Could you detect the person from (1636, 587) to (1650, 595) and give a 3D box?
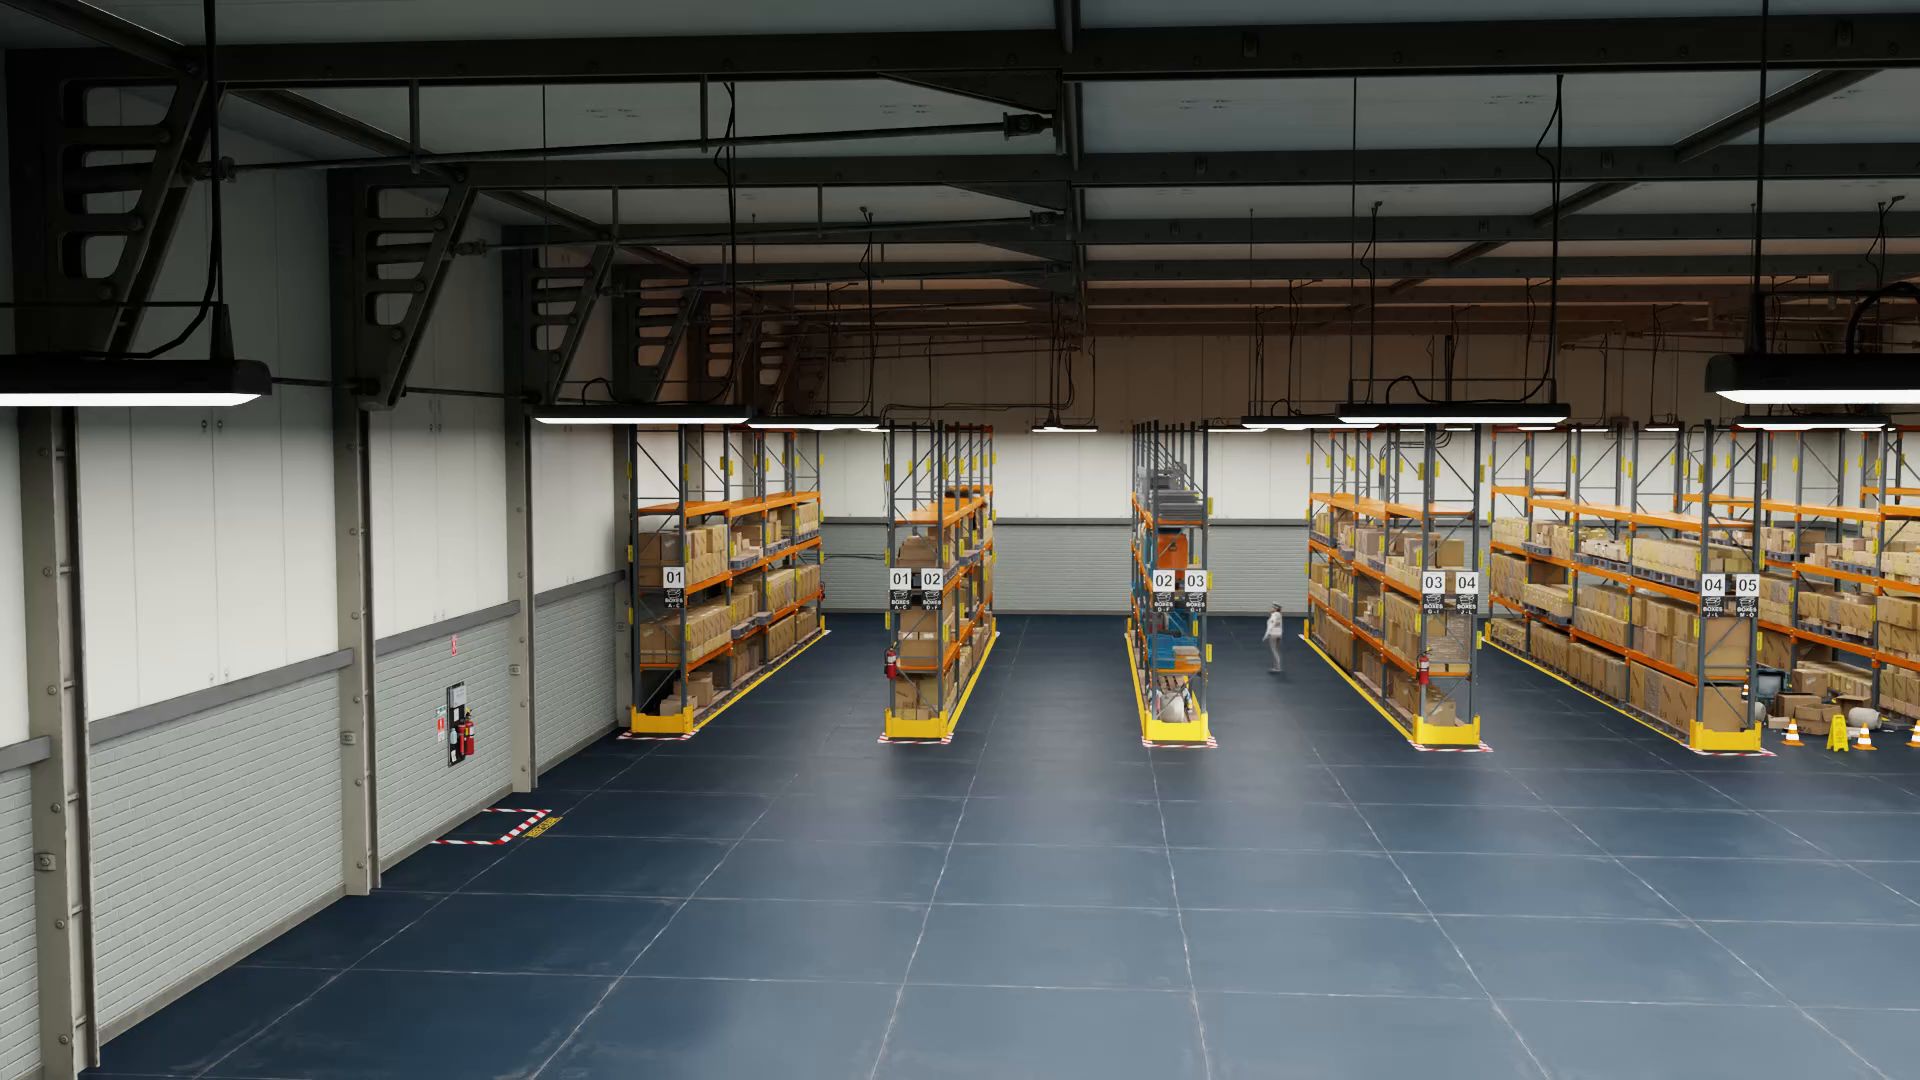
[{"bbox_3d":[19.446,1.850,47.304,0.845,1.736,0.553,0,4,0],"label":"person"}]

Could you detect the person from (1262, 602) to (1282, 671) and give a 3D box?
[{"bbox_3d":[7.573,2.360,40.161,0.532,1.742,0.511,-3,5,-38],"label":"person"}]
